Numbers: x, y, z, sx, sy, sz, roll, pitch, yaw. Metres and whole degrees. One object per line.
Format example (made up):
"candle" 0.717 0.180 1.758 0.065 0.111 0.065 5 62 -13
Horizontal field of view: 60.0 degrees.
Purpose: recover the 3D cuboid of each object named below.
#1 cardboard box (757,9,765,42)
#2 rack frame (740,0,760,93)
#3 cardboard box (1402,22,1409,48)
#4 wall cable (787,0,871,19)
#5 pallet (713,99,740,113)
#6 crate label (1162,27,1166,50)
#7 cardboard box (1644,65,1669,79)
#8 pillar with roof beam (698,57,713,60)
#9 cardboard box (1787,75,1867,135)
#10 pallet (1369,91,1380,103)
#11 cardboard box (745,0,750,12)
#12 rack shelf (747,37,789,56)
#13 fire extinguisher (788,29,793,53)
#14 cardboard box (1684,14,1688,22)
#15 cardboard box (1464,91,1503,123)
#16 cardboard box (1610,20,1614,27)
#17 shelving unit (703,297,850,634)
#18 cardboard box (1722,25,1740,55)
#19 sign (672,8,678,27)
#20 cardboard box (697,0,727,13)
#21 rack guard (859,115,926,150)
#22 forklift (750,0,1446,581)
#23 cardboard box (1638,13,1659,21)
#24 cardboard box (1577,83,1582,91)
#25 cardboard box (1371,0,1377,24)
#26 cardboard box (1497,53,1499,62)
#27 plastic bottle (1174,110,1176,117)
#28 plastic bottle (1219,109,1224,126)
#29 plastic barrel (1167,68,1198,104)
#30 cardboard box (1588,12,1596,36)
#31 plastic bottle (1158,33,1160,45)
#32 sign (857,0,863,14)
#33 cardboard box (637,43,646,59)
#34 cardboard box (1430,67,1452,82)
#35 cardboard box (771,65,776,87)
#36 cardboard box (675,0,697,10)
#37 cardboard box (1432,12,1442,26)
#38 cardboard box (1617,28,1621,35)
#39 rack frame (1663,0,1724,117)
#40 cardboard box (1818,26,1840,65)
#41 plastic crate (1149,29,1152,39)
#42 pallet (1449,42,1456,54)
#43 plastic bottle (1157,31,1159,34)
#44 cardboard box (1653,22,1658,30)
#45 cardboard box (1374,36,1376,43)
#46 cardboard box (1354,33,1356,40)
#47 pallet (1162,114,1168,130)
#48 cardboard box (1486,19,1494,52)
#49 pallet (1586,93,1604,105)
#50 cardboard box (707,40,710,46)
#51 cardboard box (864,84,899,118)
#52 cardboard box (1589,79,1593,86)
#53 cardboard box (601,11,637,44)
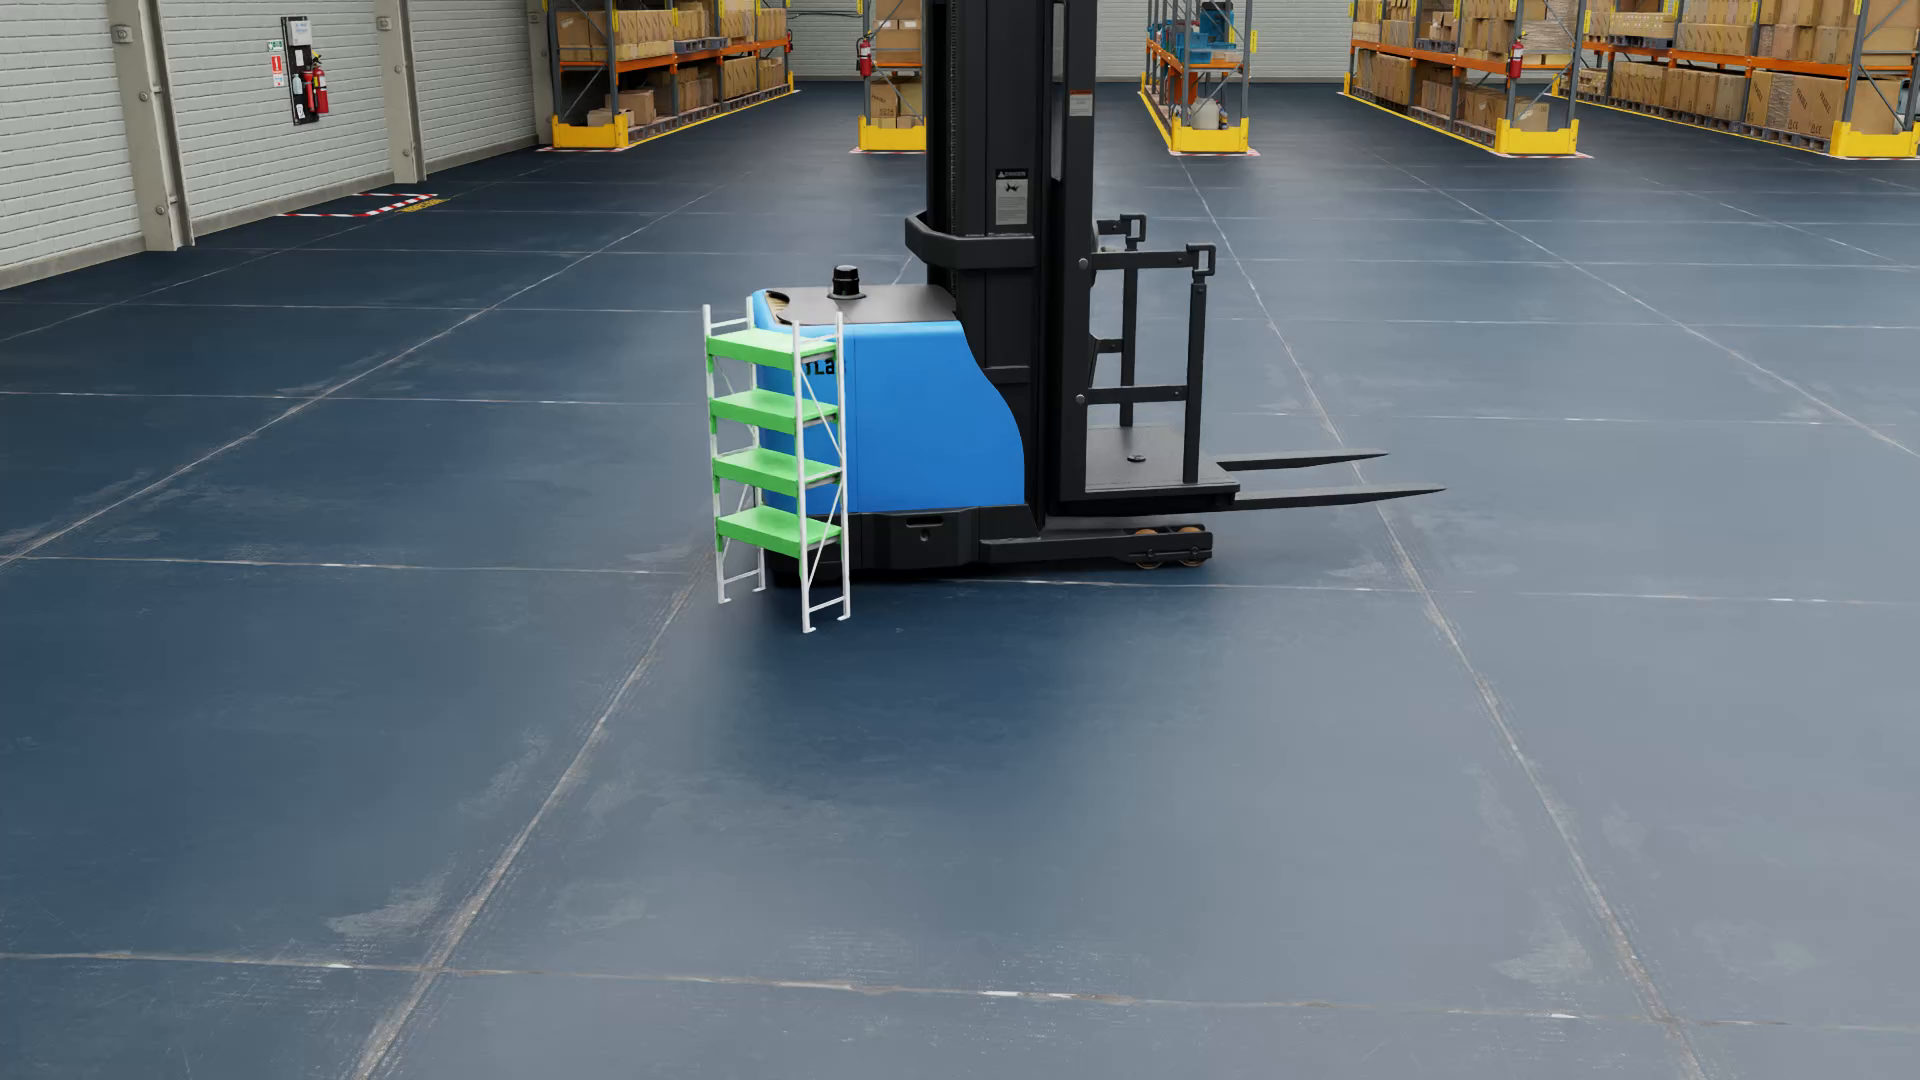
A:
"cardboard box" -5.025 -11.768 38.038 0.980 0.700 0.700 2 18 5
"rack frame" -5.080 -11.457 37.572 1.000 3.000 0.127 1 18 4
"cardboard box" 9.285 -10.244 33.709 0.500 0.500 0.500 1 18 3
"wall cable" -4.031 -15.824 46.249 3.097 2.526 0.112 1 18 4
"pallet" -5.235 -9.133 34.957 1.003 0.211 1.213 1 18 4
"crate label" 4.174 -9.708 32.177 0.502 0.435 0.616 1 18 4
"cardboard box" 14.208 -9.485 33.687 0.500 0.250 0.500 2 18 5
"pillar with roof beam" -1.598 -14.449 37.067 9.100 9.000 0.400 1 18 4
"cardboard box" 13.865 -6.932 26.499 0.875 0.875 0.875 1 18 3
"pallet" 9.875 -10.035 37.709 1.003 0.211 1.213 1 18 4
"cardboard box" -4.904 -11.703 36.446 0.500 0.250 0.500 2 18 5
"rack shelf" -4.936 -11.737 39.579 1.077 0.370 4.000 1 18 4
"fire extinguisher" -4.322 -12.522 41.545 0.296 0.674 0.183 1 18 4
"cardboard box" 14.660 -10.403 33.127 0.380 0.149 0.250 1 18 4
"cardboard box" 9.100 -7.529 28.924 0.500 0.500 0.500 1 18 2
"cardboard box" 14.195 -11.093 35.711 0.380 0.149 0.250 2 18 5
"shelving unit" -0.700 -0.293 6.387 0.503 1.200 0.258 15 24 39
"cardboard box" 13.915 -8.871 29.519 0.500 0.500 0.500 1 18 3
"sign" -5.112 -9.374 29.825 0.100 0.325 0.005 1 18 4
"cardboard box" -5.075 -10.914 34.039 0.500 0.250 0.500 2 18 5
"rack guard" -1.001 -6.426 26.230 1.175 0.500 0.348 1 18 4
"forklift" 0.620 -1.428 7.074 3.031 2.935 1.130 -3 18 -10
"cardboard box" 14.068 -10.668 33.937 0.380 0.149 0.250 2 18 7
"cardboard box" 14.508 -10.521 38.618 0.380 0.149 0.250 0 18 1
"cardboard box" 9.548 -11.856 37.348 0.500 0.500 0.500 1 18 4
"cardboard box" 8.774 -7.683 26.456 0.380 0.149 0.250 1 18 4
"plastic bottle" 3.691 -7.125 28.018 0.152 0.276 0.135 1 18 2
"plastic bottle" 4.407 -7.084 27.901 0.097 0.271 0.097 0 18 0
"plastic barrel" 4.533 -9.314 33.843 0.600 0.830 0.708 1 18 4
"cardboard box" 14.510 -11.645 37.505 0.500 0.500 0.500 1 18 4
"plastic bottle" 4.306 -10.682 35.406 0.152 0.276 0.135 1 18 4
"sign" -1.539 -8.300 25.697 0.100 0.325 0.005 1 18 4
"cardboard box" -5.523 -8.133 27.634 0.500 0.250 0.500 1 18 3
"cardboard box" 9.437 -9.052 32.335 0.500 0.250 0.500 2 18 6
"cardboard box" -4.815 -11.180 40.066 0.700 0.500 0.500 1 18 2
"cardboard box" -5.593 -10.916 34.046 0.500 0.250 0.500 2 18 5
"cardboard box" 9.456 -9.962 32.173 0.500 0.500 0.500 -1 18 -3
"cardboard box" 14.159 -10.788 35.258 0.380 0.149 0.250 1 18 4
"rack frame" 14.395 -9.741 32.334 1.000 3.000 0.127 1 18 4
"cardboard box" 13.821 -7.615 25.606 0.875 0.550 0.550 1 18 4
"plastic crate" 4.627 -11.856 38.961 0.416 0.233 0.300 1 18 4
"pallet" 9.368 -8.784 29.721 1.003 0.211 1.213 1 18 4
"plastic bottle" 4.362 -10.928 36.157 0.152 0.276 0.135 1 18 4
"cardboard box" 13.994 -10.209 33.014 0.380 0.149 0.250 2 18 6
"cardboard box" 9.455 -11.188 37.154 0.380 0.149 0.250 2 18 5
"cardboard box" 9.657 -12.066 39.833 0.380 0.149 0.250 1 18 3
"pallet" 4.246 -7.671 30.495 1.003 0.211 1.213 1 18 4
"cardboard box" 8.944 -8.070 26.596 0.875 0.500 0.500 1 18 4
"pallet" 14.695 -9.868 37.199 1.003 0.211 1.213 1 18 4
"cardboard box" -5.112 -10.202 34.113 0.380 0.149 0.250 1 18 3
"cardboard box" -1.257 -7.043 26.638 0.500 0.500 0.500 1 18 4
"cardboard box" 14.511 -10.398 37.765 0.380 0.149 0.250 2 18 5
"cardboard box" -5.561 -8.320 27.001 0.500 0.500 0.500 1 18 4
